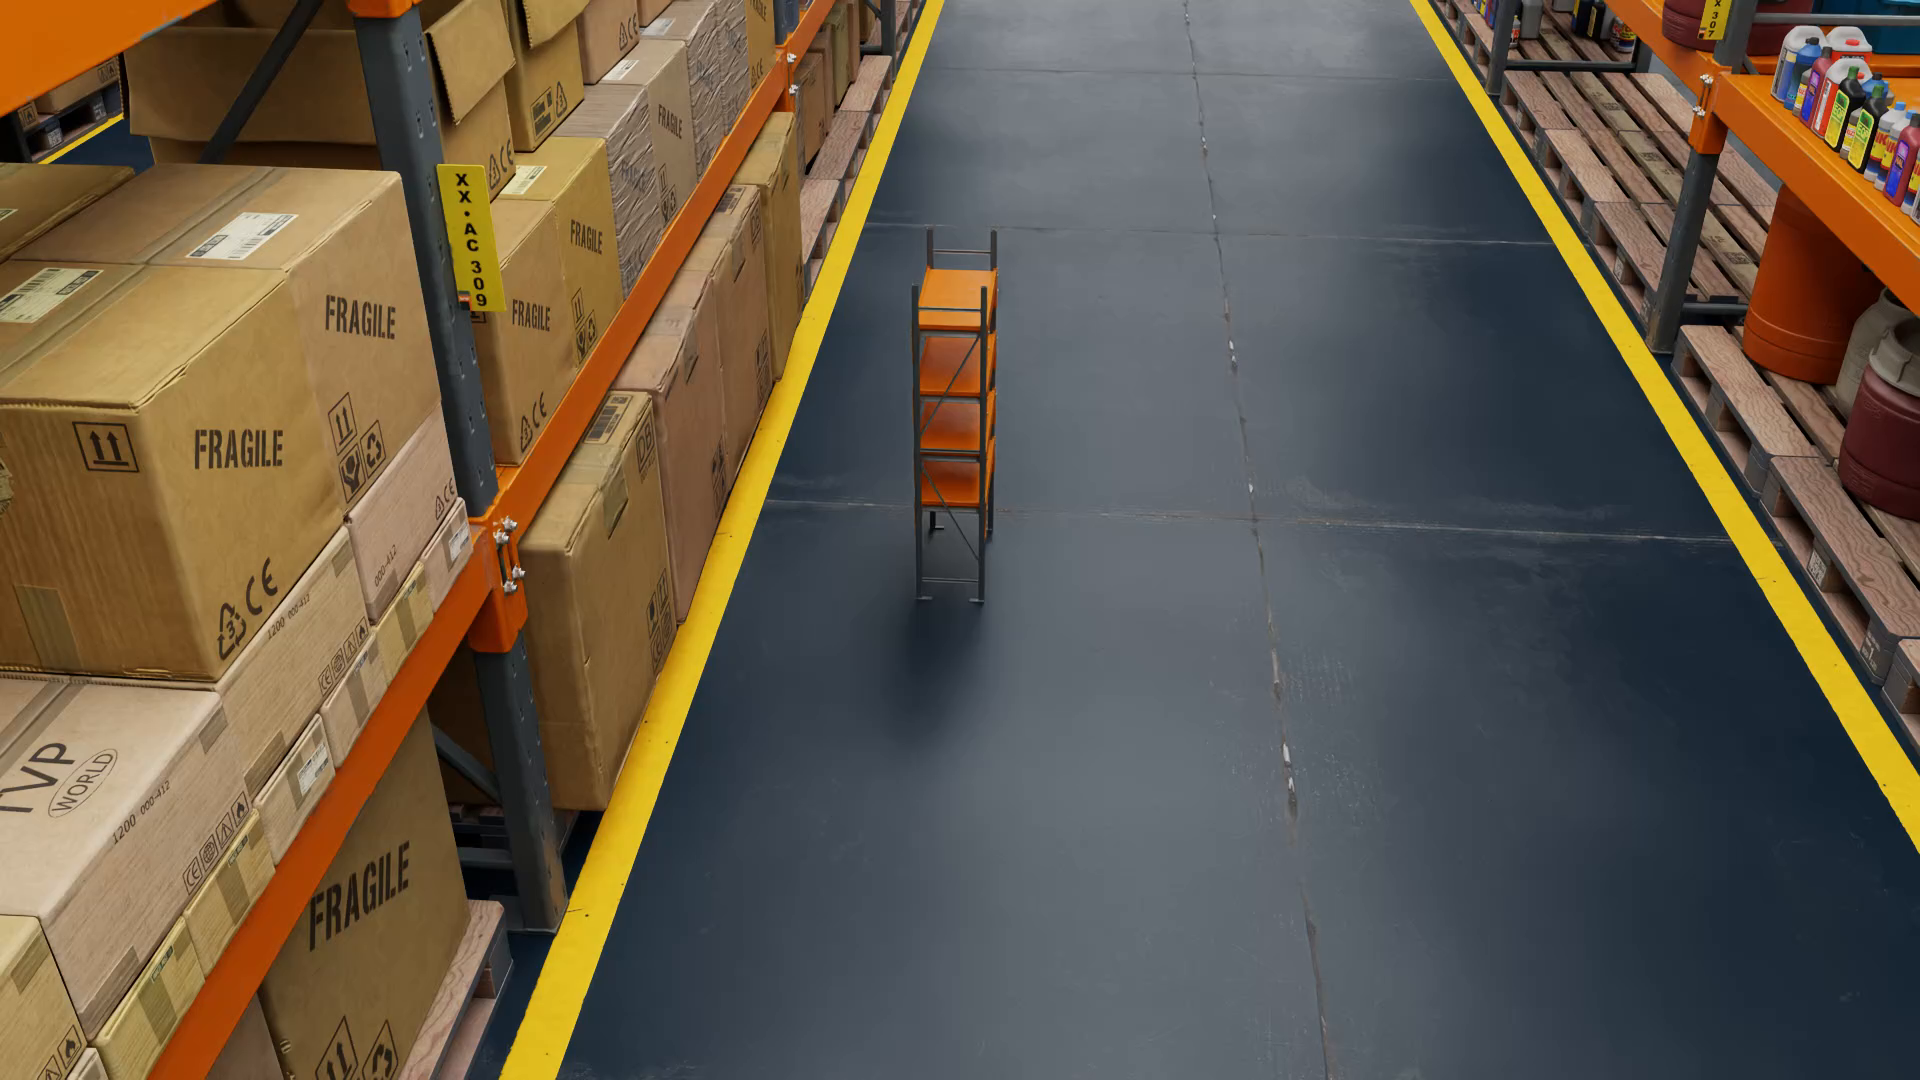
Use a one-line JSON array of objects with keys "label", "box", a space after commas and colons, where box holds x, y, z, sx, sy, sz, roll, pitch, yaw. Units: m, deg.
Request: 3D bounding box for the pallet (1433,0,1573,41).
[{"label": "pallet", "box": [4.194, -4.030, 12.589, 1.003, 0.211, 1.213, 2, 32, 4]}]

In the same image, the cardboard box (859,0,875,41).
[{"label": "cardboard box", "box": [-0.863, -3.762, 11.478, 0.500, 0.500, 0.500, 2, 32, 2]}]

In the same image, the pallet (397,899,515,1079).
[{"label": "pallet", "box": [-1.727, 1.325, 3.899, 1.003, 0.211, 1.213, 2, 32, 4]}]

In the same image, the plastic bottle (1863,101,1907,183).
[{"label": "plastic bottle", "box": [3.214, -1.378, 5.749, 0.097, 0.271, 0.097, 0, 32, 0]}]

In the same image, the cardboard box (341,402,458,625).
[{"label": "cardboard box", "box": [-1.361, -0.077, 3.376, 0.500, 0.250, 0.500, 2, 32, 3]}]

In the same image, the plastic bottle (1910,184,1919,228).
[{"label": "plastic bottle", "box": [3.205, -1.146, 5.369, 0.152, 0.276, 0.135, 2, 32, 4]}]

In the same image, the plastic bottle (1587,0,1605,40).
[{"label": "plastic bottle", "box": [4.357, -3.582, 11.373, 0.061, 0.283, 0.133, 2, 32, 4]}]

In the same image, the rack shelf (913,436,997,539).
[{"label": "rack shelf", "box": [-0.013, -0.198, 5.934, 0.258, 0.148, 0.480, 2, 32, 4]}]

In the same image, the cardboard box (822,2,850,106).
[{"label": "cardboard box", "box": [-1.065, -2.994, 10.213, 0.700, 0.500, 0.500, 2, 32, 4]}]

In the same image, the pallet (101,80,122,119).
[{"label": "pallet", "box": [-5.858, -3.111, 11.097, 1.003, 0.211, 1.213, 2, 32, 4]}]

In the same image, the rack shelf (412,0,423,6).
[{"label": "rack shelf", "box": [-1.424, -2.273, 4.906, 1.077, 0.370, 4.000, 2, 32, 4]}]

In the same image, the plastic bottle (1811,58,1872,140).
[{"label": "plastic bottle", "box": [3.280, -1.630, 6.153, 0.152, 0.276, 0.135, 2, 32, 4]}]

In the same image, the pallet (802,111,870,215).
[{"label": "pallet", "box": [-1.094, -2.206, 9.628, 1.003, 0.211, 1.213, 2, 32, 4]}]

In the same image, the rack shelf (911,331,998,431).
[{"label": "rack shelf", "box": [-0.013, -0.557, 5.713, 0.258, 0.148, 0.480, 2, 32, 4]}]

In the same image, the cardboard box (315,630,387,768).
[{"label": "cardboard box", "box": [-1.327, 0.292, 3.156, 0.380, 0.149, 0.250, 2, 32, 3]}]

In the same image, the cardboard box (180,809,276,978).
[{"label": "cardboard box", "box": [-1.368, 0.562, 2.719, 0.380, 0.149, 0.250, 3, 32, 5]}]

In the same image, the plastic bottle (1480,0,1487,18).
[{"label": "plastic bottle", "box": [3.808, -3.906, 11.835, 0.144, 0.351, 0.185, 2, 32, 4]}]

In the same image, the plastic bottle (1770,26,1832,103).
[{"label": "plastic bottle", "box": [3.318, -1.872, 6.546, 0.152, 0.276, 0.135, 2, 32, 4]}]

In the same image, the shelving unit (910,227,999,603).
[{"label": "shelving unit", "box": [-0.013, -0.424, 5.795, 0.258, 1.200, 0.503, 2, 32, 4]}]

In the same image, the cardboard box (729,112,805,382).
[{"label": "cardboard box", "box": [-1.338, -1.263, 7.065, 1.225, 0.875, 0.875, 1, 32, 2]}]

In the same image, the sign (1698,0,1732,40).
[{"label": "sign", "box": [3.127, -2.226, 6.848, 0.100, 0.325, 0.005, 2, 32, 4]}]

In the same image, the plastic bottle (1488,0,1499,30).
[{"label": "plastic bottle", "box": [3.782, -3.737, 11.561, 0.144, 0.351, 0.185, 1, 32, 2]}]

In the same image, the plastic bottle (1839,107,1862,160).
[{"label": "plastic bottle", "box": [3.233, -1.469, 5.963, 0.097, 0.201, 0.097, 0, 32, 0]}]

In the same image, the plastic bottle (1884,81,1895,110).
[{"label": "plastic bottle", "box": [3.406, -1.602, 6.180, 0.097, 0.201, 0.097, 0, 32, 0]}]

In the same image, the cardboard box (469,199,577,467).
[{"label": "cardboard box", "box": [-1.300, -0.529, 4.154, 0.500, 0.500, 0.500, 3, 32, 4]}]

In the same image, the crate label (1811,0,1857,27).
[{"label": "crate label", "box": [4.026, -2.660, 7.673, 0.502, 0.435, 0.616, 2, 32, 4]}]

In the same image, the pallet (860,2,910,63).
[{"label": "pallet", "box": [-0.916, -3.606, 11.899, 1.003, 0.211, 1.213, 2, 32, 4]}]

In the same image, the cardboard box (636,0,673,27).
[{"label": "cardboard box", "box": [-1.393, -2.096, 5.740, 0.797, 0.503, 0.637, 3, 32, 5]}]

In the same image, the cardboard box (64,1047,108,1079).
[{"label": "cardboard box", "box": [-1.411, 0.829, 2.286, 0.380, 0.149, 0.250, 3, 32, 5]}]

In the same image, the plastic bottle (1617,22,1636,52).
[{"label": "plastic bottle", "box": [4.464, -3.402, 11.093, 0.097, 0.271, 0.097, 0, 32, 0]}]

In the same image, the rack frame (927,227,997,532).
[{"label": "rack frame", "box": [0.006, -0.552, 6.002, 0.240, 1.200, 0.015, 2, 32, 4]}]

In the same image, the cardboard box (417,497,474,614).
[{"label": "cardboard box", "box": [-1.285, 0.024, 3.592, 0.380, 0.149, 0.250, 3, 32, 4]}]

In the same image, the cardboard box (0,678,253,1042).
[{"label": "cardboard box", "box": [-1.442, 0.460, 2.504, 0.500, 0.250, 0.500, 3, 32, 5]}]

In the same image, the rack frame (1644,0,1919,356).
[{"label": "rack frame", "box": [3.675, -2.137, 6.858, 1.000, 3.000, 0.127, 2, 32, 4]}]

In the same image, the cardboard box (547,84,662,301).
[{"label": "cardboard box", "box": [-1.219, -1.054, 5.006, 0.500, 0.500, 0.500, 2, 32, 3]}]

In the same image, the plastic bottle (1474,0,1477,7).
[{"label": "plastic bottle", "box": [3.808, -3.990, 12.114, 0.097, 0.201, 0.097, 0, 32, 0]}]

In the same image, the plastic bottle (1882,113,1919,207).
[{"label": "plastic bottle", "box": [3.178, -1.272, 5.567, 0.061, 0.283, 0.133, 2, 32, 4]}]

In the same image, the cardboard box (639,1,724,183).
[{"label": "cardboard box", "box": [-1.140, -1.590, 5.876, 0.500, 0.500, 0.500, 1, 32, 2]}]

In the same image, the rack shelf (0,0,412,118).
[{"label": "rack shelf", "box": [-1.750, -0.182, 1.512, 1.077, 0.370, 4.000, 2, 32, 4]}]

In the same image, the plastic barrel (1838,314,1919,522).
[{"label": "plastic barrel", "box": [3.561, -0.442, 6.006, 0.600, 0.588, 0.708, 2, 32, 4]}]

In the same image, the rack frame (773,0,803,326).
[{"label": "rack frame", "box": [-1.261, -2.348, 7.202, 1.000, 3.000, 0.127, 2, 32, 4]}]

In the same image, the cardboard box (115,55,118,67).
[{"label": "cardboard box", "box": [-5.832, -3.597, 10.972, 1.050, 0.750, 0.750, 2, 32, 4]}]

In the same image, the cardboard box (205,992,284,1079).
[{"label": "cardboard box", "box": [-1.794, 1.281, 2.937, 0.875, 0.875, 0.875, 2, 32, 4]}]

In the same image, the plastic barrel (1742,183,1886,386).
[{"label": "plastic barrel", "box": [3.653, -1.135, 6.901, 0.600, 0.830, 0.708, 2, 32, 4]}]

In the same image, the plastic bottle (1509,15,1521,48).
[{"label": "plastic bottle", "box": [3.720, -3.427, 11.200, 0.097, 0.201, 0.097, 0, 32, 0]}]

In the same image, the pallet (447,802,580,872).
[{"label": "pallet", "box": [-1.599, 0.524, 5.199, 1.003, 0.211, 1.213, 2, 32, 4]}]

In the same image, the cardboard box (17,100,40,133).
[{"label": "cardboard box", "box": [-5.989, -2.606, 9.364, 1.050, 0.750, 0.750, 3, 32, 5]}]

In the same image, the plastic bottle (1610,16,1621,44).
[{"label": "plastic bottle", "box": [4.480, -3.479, 11.284, 0.097, 0.201, 0.097, 0, 32, 0]}]

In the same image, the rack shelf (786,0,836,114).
[{"label": "rack shelf", "box": [-1.098, -3.088, 9.087, 1.077, 0.370, 4.000, 2, 32, 4]}]

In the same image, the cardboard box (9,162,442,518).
[{"label": "cardboard box", "box": [-1.358, -0.387, 3.164, 0.500, 0.500, 0.500, 3, 32, 5]}]

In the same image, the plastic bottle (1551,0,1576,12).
[{"label": "plastic bottle", "box": [4.381, -3.975, 12.017, 0.152, 0.276, 0.135, 2, 32, 4]}]

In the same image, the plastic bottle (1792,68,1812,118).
[{"label": "plastic bottle", "box": [3.273, -1.729, 6.387, 0.097, 0.201, 0.097, 0, 32, 0]}]

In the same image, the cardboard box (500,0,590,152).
[{"label": "cardboard box", "box": [-1.476, -1.419, 4.642, 0.797, 0.503, 0.637, 3, 32, 5]}]

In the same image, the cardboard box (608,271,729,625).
[{"label": "cardboard box", "box": [-1.483, -0.334, 5.558, 1.225, 0.875, 0.875, 1, 32, 2]}]

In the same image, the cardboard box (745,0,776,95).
[{"label": "cardboard box", "box": [-1.054, -2.122, 6.739, 0.500, 0.500, 0.500, 3, 32, 5]}]

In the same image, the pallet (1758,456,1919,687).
[{"label": "pallet", "box": [3.551, 0.101, 5.886, 1.003, 0.211, 1.213, 2, 32, 4]}]

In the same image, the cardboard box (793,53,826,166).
[{"label": "cardboard box", "box": [-1.155, -2.410, 9.265, 0.700, 0.500, 0.500, 5, 32, 8]}]

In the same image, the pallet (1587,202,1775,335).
[{"label": "pallet", "box": [3.777, -1.353, 8.244, 1.003, 0.211, 1.213, 2, 32, 4]}]

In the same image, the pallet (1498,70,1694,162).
[{"label": "pallet", "box": [3.976, -2.629, 10.315, 1.003, 0.211, 1.213, 2, 32, 4]}]

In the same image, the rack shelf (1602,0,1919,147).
[{"label": "rack shelf", "box": [3.838, -2.876, 8.744, 1.077, 0.370, 4.000, 2, 32, 4]}]
